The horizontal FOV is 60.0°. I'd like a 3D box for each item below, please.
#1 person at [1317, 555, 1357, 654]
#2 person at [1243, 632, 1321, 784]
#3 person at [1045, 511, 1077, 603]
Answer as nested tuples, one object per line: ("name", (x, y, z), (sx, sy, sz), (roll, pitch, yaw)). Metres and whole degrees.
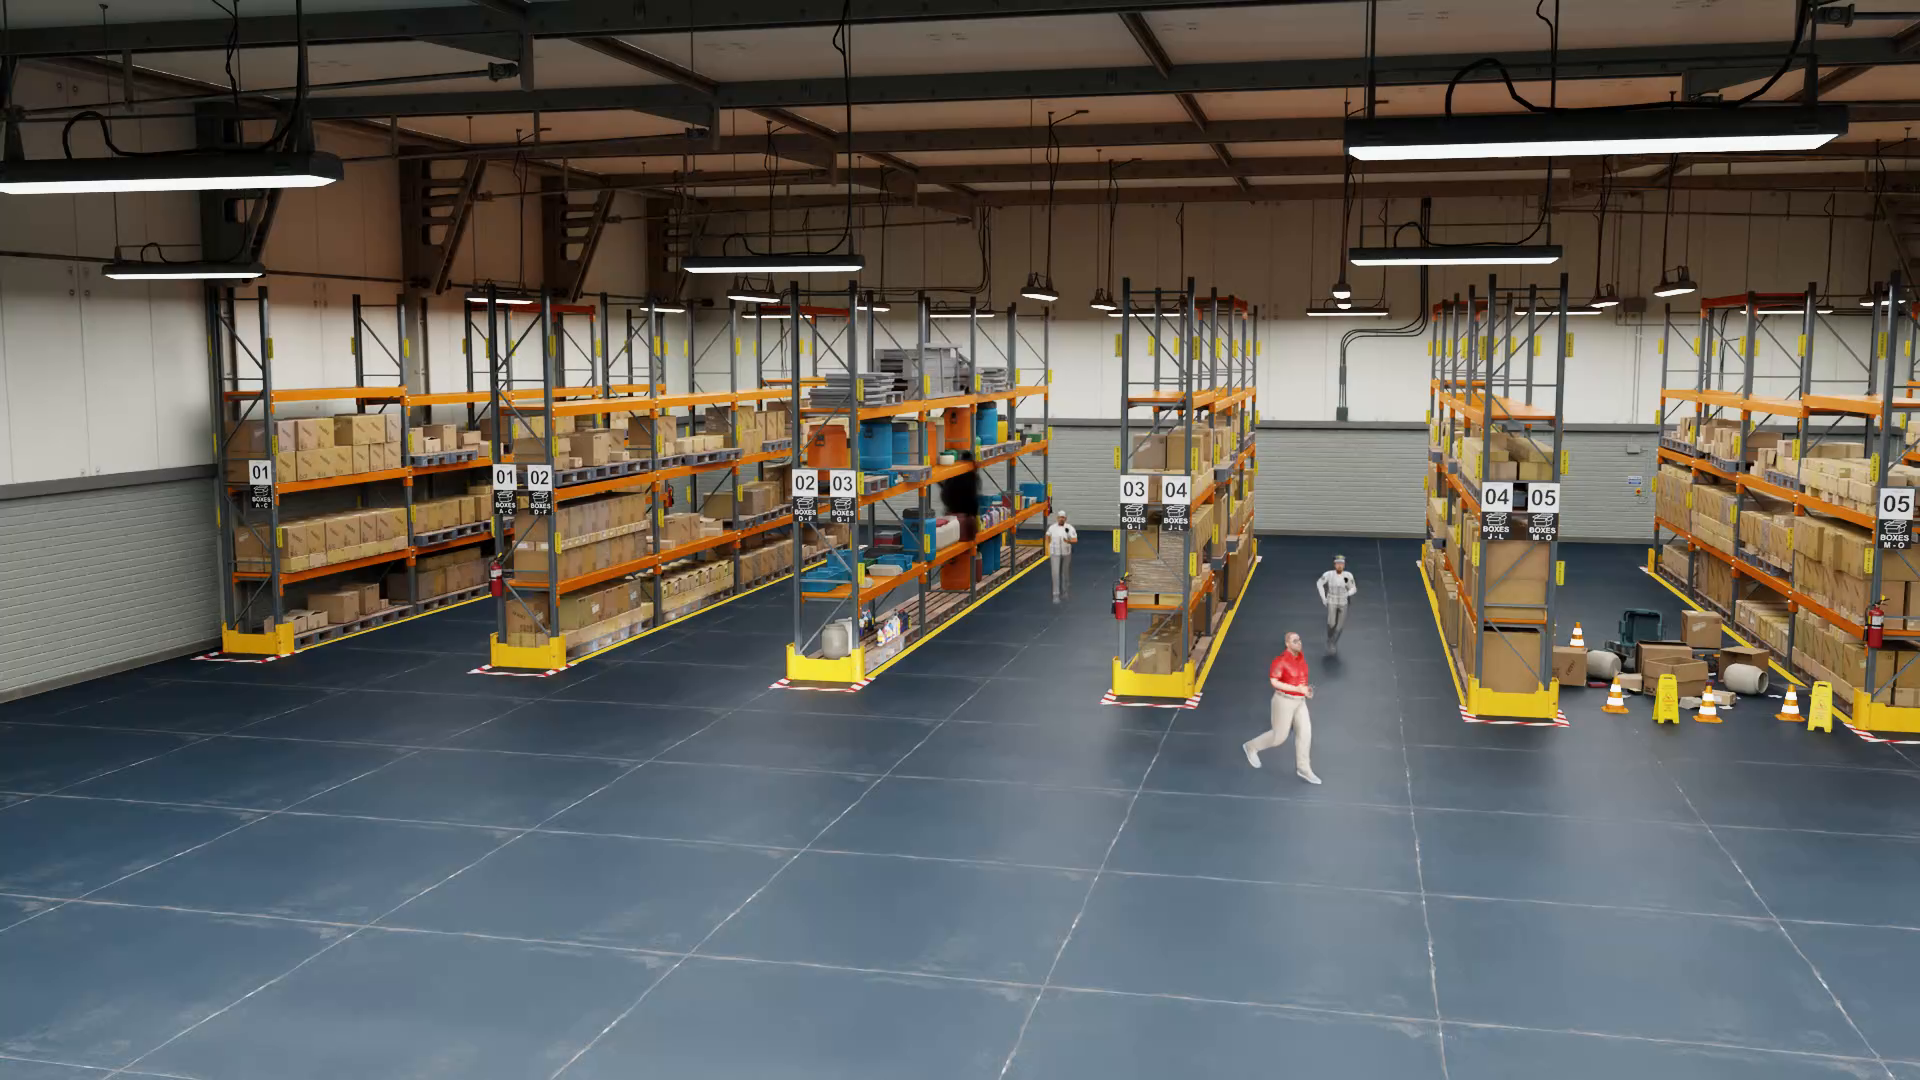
("person", (6.152, 1.059, 27.117), (0.609, 1.644, 0.640), (0, 7, 4))
("person", (3.818, 1.928, 19.454), (0.672, 1.741, 0.966), (-6, 9, -41))
("person", (1.894, 0.299, 31.099), (0.601, 1.693, 0.843), (0, 7, 3))
